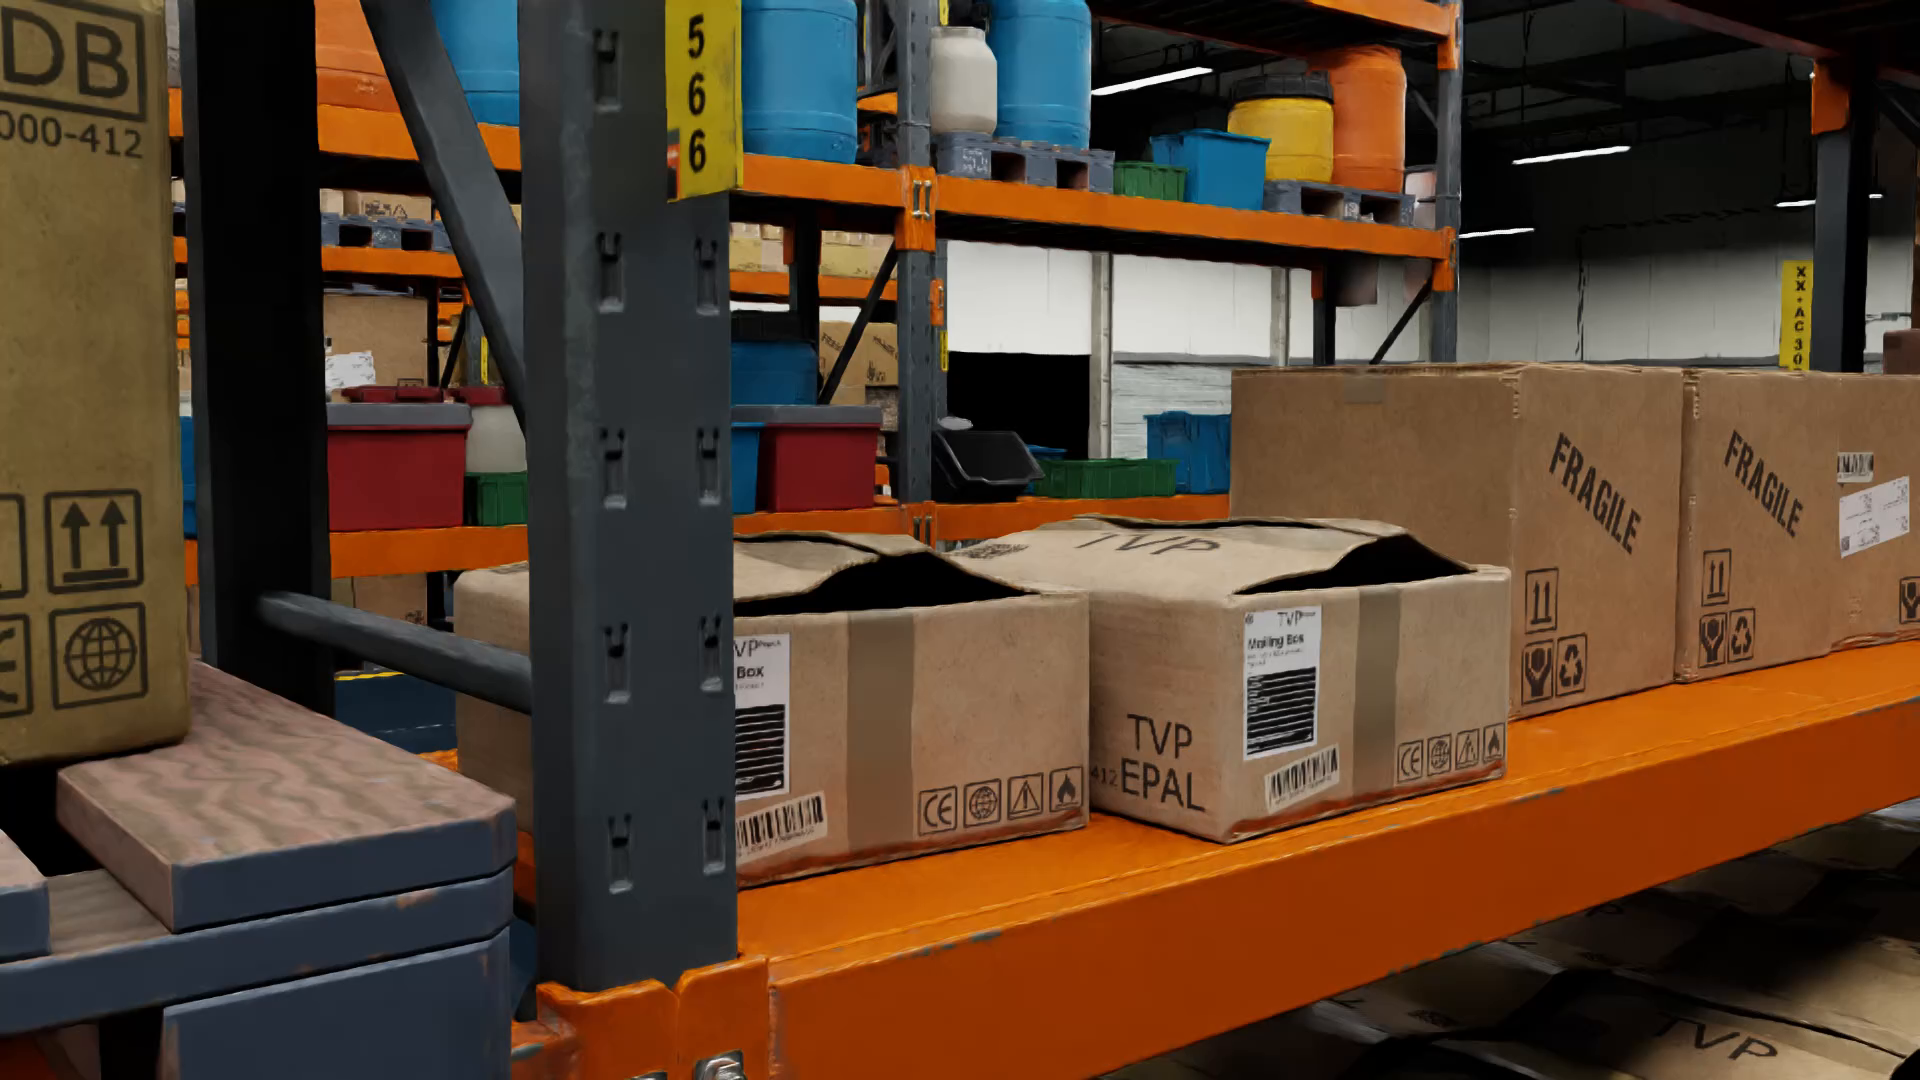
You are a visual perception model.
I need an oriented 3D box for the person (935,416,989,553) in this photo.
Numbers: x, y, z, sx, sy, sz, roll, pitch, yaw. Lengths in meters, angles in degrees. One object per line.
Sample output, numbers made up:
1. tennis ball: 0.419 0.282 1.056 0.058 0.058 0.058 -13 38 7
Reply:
1. person: 0.009 -0.074 12.551 0.573 1.712 0.373 -1 4 -11
